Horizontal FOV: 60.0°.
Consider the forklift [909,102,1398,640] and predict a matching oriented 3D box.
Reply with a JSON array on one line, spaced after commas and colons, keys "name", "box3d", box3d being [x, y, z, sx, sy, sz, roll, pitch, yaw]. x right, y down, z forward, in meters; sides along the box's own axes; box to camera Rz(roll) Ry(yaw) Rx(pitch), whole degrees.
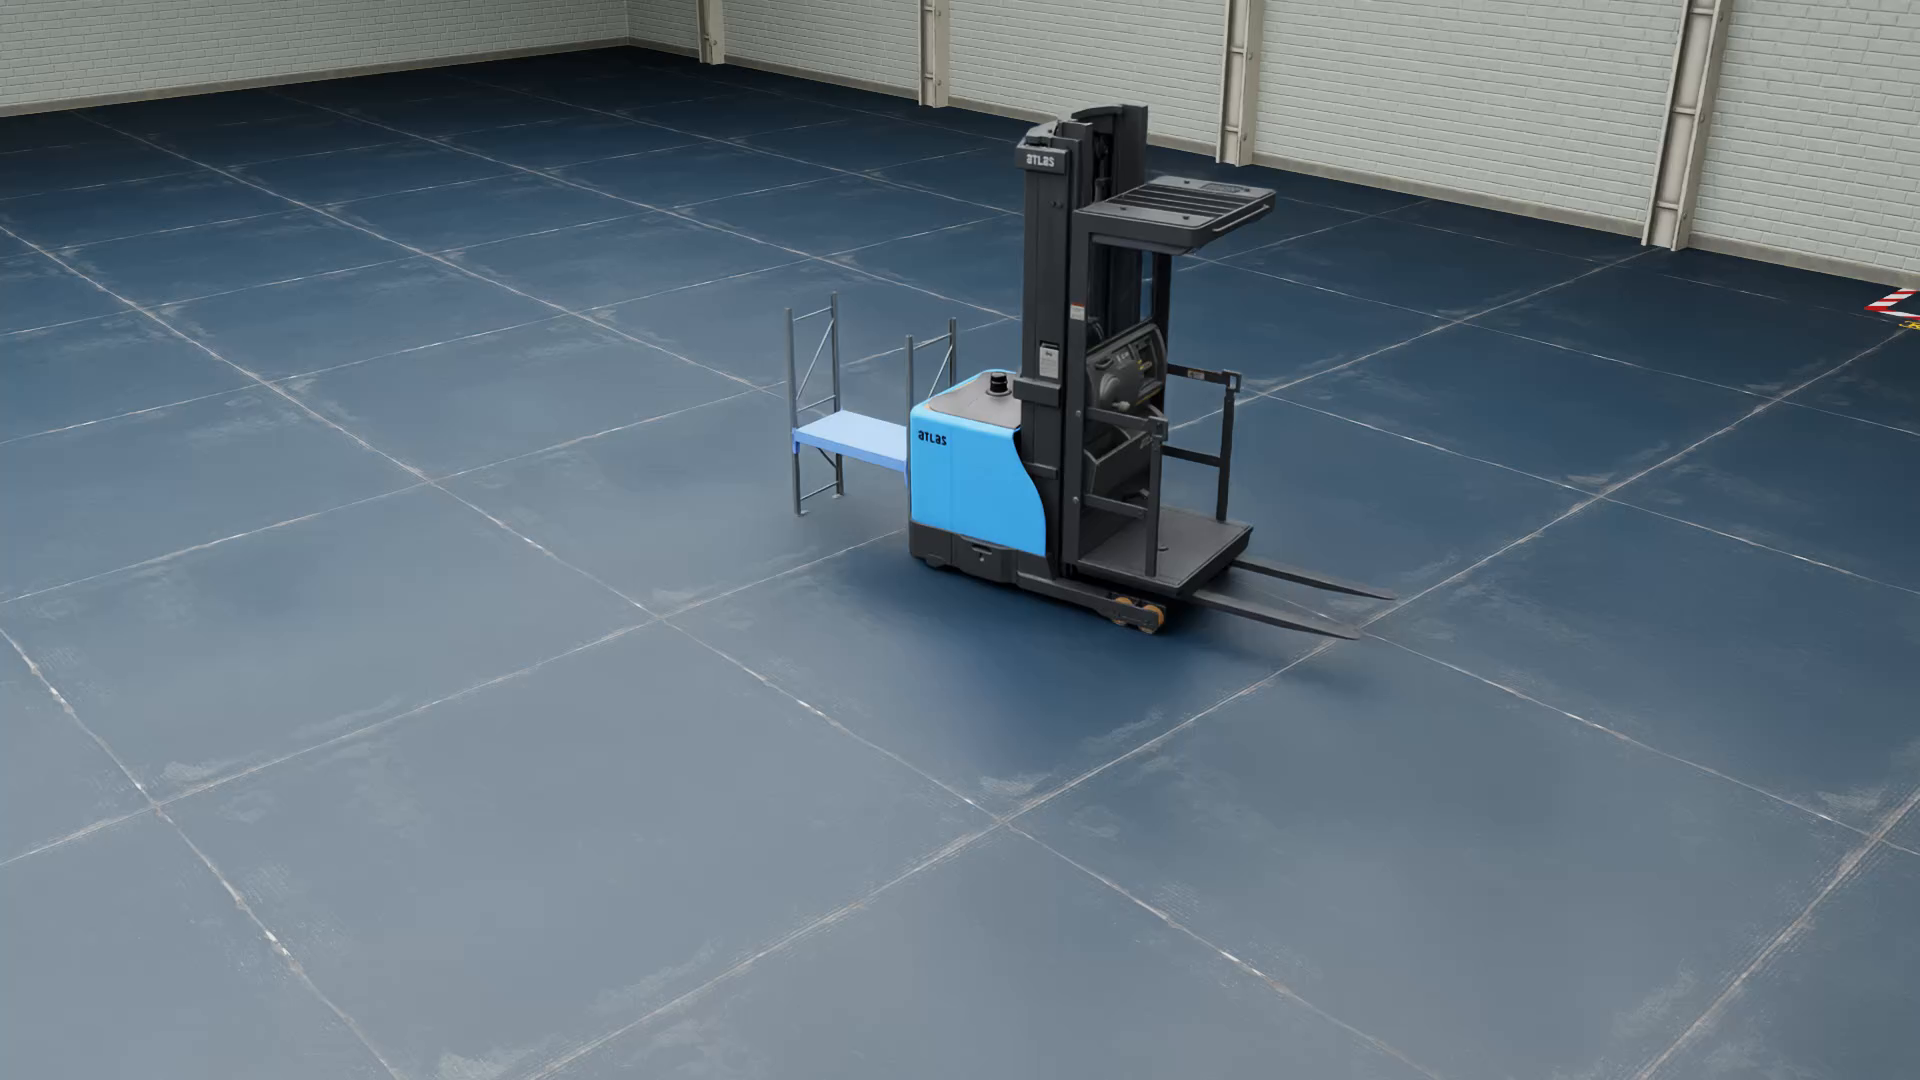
[{"name": "forklift", "box3d": [1.182, -1.024, 9.964, 3.031, 2.935, 1.130, 15, 29, 30]}]

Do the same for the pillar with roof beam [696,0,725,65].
[{"name": "pillar with roof beam", "box3d": [-7.654, -11.584, 25.800, 9.100, 9.000, 0.400, -21, 32, -38]}]

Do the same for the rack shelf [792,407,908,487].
[{"name": "rack shelf", "box3d": [-0.592, -0.641, 11.282, 1.000, 0.185, 0.538, 17, 30, 33]}]

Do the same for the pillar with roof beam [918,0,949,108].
[{"name": "pillar with roof beam", "box3d": [-3.553, -9.766, 21.816, 9.100, 9.000, 0.400, -21, 32, -38]}]

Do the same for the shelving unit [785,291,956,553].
[{"name": "shelving unit", "box3d": [-0.592, -0.805, 11.208, 1.048, 1.500, 0.538, 17, 30, 33]}]

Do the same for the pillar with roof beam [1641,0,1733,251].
[{"name": "pillar with roof beam", "box3d": [4.649, -6.131, 13.846, 9.100, 9.000, 0.400, -21, 32, -38]}]

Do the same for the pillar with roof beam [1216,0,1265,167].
[{"name": "pillar with roof beam", "box3d": [0.548, -7.948, 17.831, 9.100, 9.000, 0.400, -21, 32, -38]}]

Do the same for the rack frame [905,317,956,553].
[{"name": "rack frame", "box3d": [-0.184, -0.679, 10.931, 0.032, 1.500, 0.500, 17, 30, 33]}]

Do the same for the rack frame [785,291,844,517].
[{"name": "rack frame", "box3d": [-0.999, -0.931, 11.484, 0.032, 1.500, 0.500, 17, 30, 33]}]
